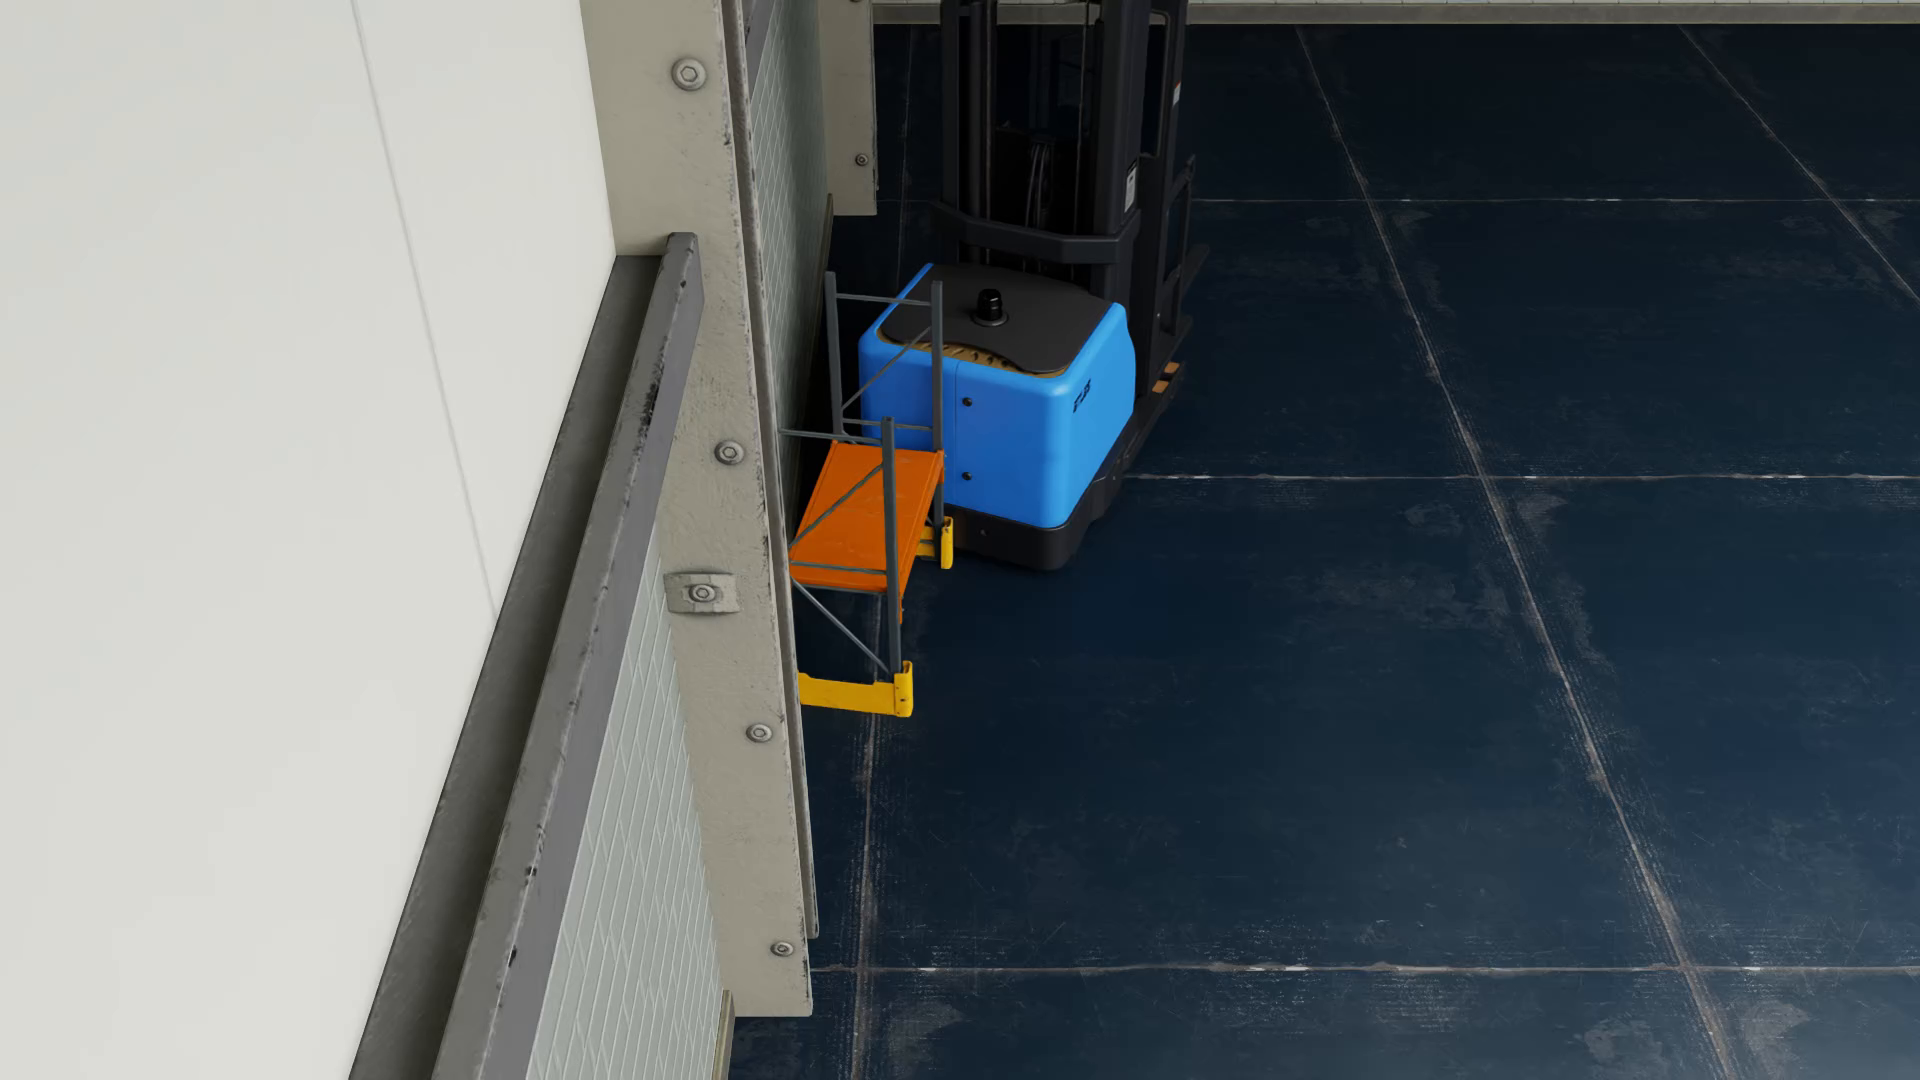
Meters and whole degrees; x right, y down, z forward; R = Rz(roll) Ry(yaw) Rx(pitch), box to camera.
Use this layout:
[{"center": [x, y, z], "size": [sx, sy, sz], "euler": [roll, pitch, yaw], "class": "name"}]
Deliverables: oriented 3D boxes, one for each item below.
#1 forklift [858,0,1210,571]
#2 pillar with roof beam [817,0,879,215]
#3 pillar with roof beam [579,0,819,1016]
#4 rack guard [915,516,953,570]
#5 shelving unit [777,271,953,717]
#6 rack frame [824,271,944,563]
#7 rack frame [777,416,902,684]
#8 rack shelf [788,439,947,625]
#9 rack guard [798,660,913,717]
[{"center": [0.571, -1.924, 8.053], "size": [1.130, 2.935, 3.031], "euler": [15, 41, 18], "class": "forklift"}, {"center": [3.618, -5.704, 7.918], "size": [9.100, 9.000, 0.400], "euler": [0, 39, 0], "class": "pillar with roof beam"}, {"center": [3.625, -1.952, 3.236], "size": [9.100, 9.000, 0.400], "euler": [0, 39, 0], "class": "pillar with roof beam"}, {"center": [-0.326, -0.013, 7.812], "size": [0.587, 0.250, 0.087], "euler": [6, 39, 8], "class": "rack guard"}, {"center": [-0.410, -0.194, 7.038], "size": [0.587, 1.500, 1.083], "euler": [6, 39, 8], "class": "shelving unit"}, {"center": [-0.323, -0.513, 7.436], "size": [0.500, 1.500, 0.032], "euler": [6, 39, 8], "class": "rack frame"}, {"center": [-0.494, 0.114, 6.654], "size": [0.500, 1.500, 0.032], "euler": [6, 39, 8], "class": "rack frame"}, {"center": [-0.409, -0.059, 7.157], "size": [0.538, 0.185, 1.000], "euler": [6, 39, 8], "class": "rack shelf"}, {"center": [-0.494, 0.601, 7.046], "size": [0.587, 0.250, 0.087], "euler": [6, 39, 8], "class": "rack guard"}]
